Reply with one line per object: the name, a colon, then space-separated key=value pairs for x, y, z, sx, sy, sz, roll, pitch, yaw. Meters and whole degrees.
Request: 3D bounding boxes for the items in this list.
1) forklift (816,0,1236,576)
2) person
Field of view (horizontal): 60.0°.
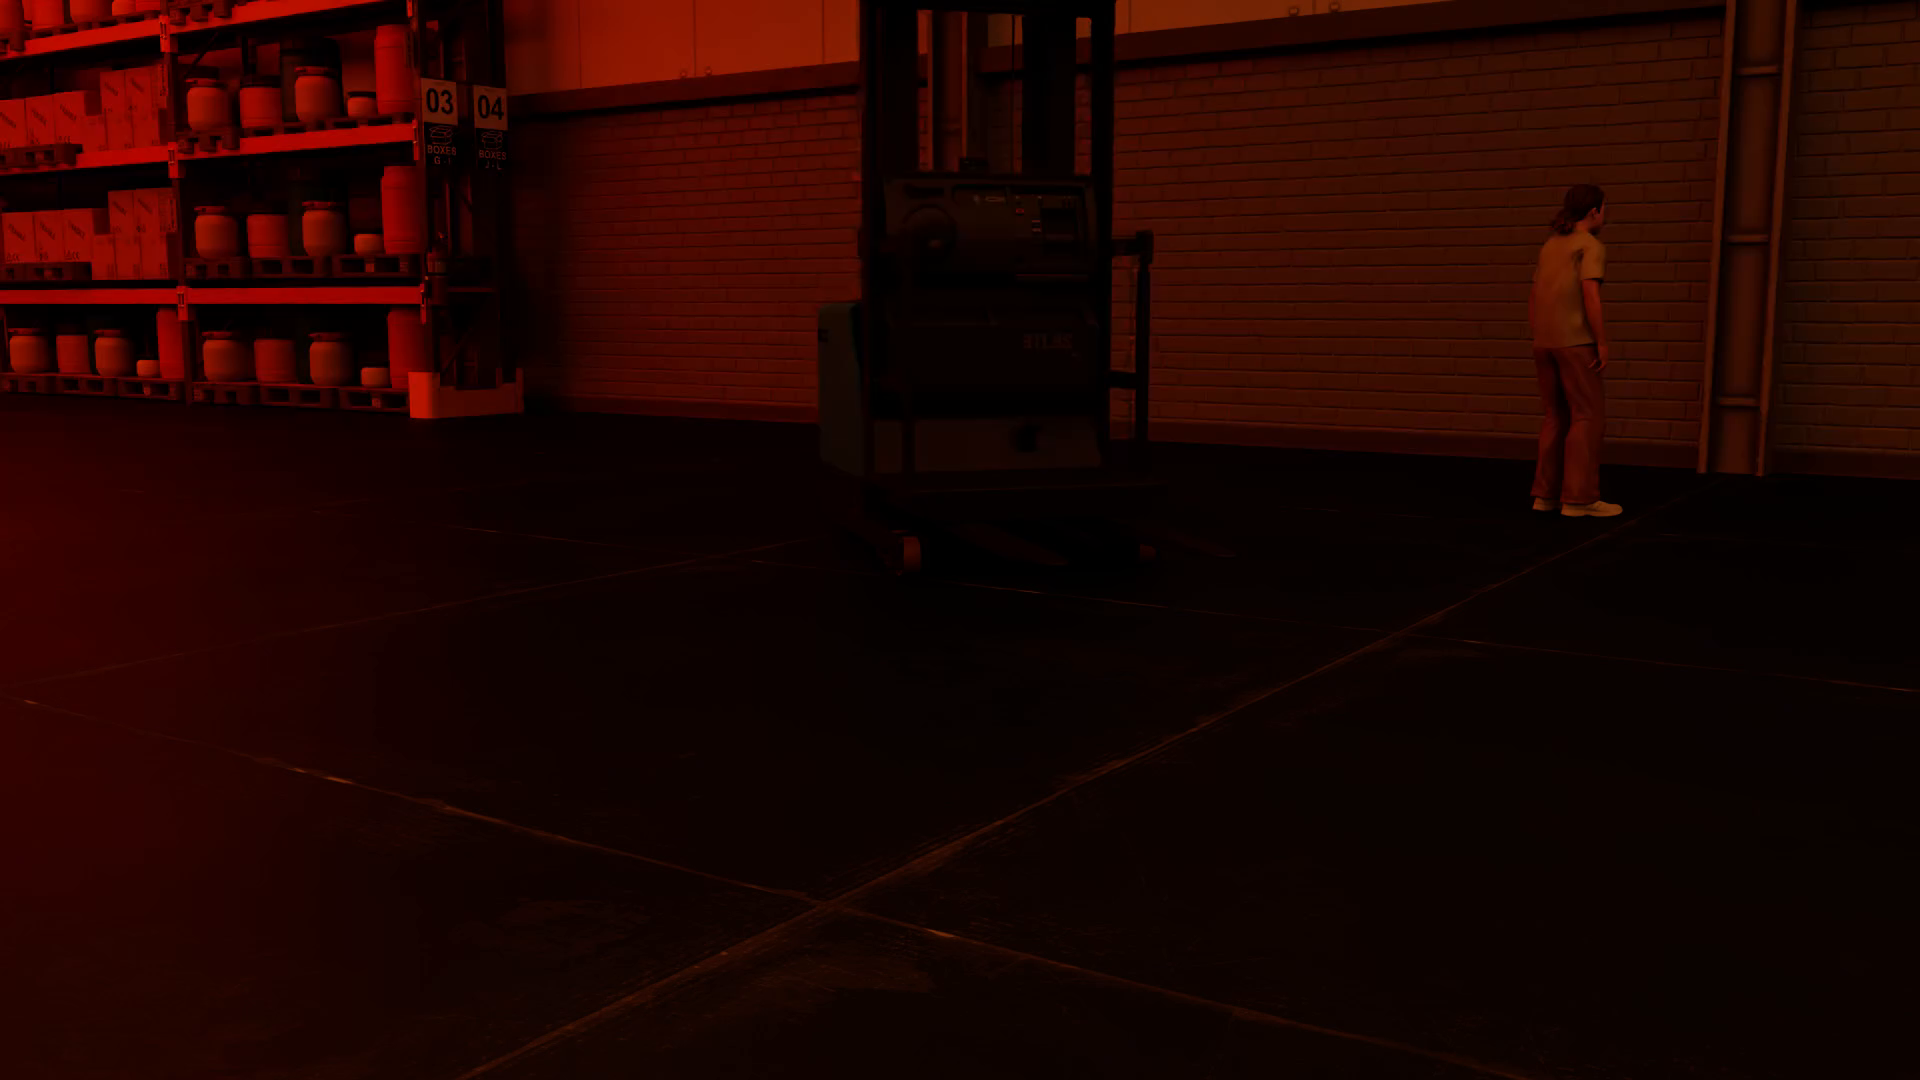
forklift: x=0.194 y=-1.367 z=6.809 sx=1.130 sy=2.935 sz=3.031 roll=-2 pitch=8 yaw=-16
person: x=3.125 y=-0.968 z=8.476 sx=0.365 sy=1.671 sz=0.516 roll=-3 pitch=9 yaw=-19
